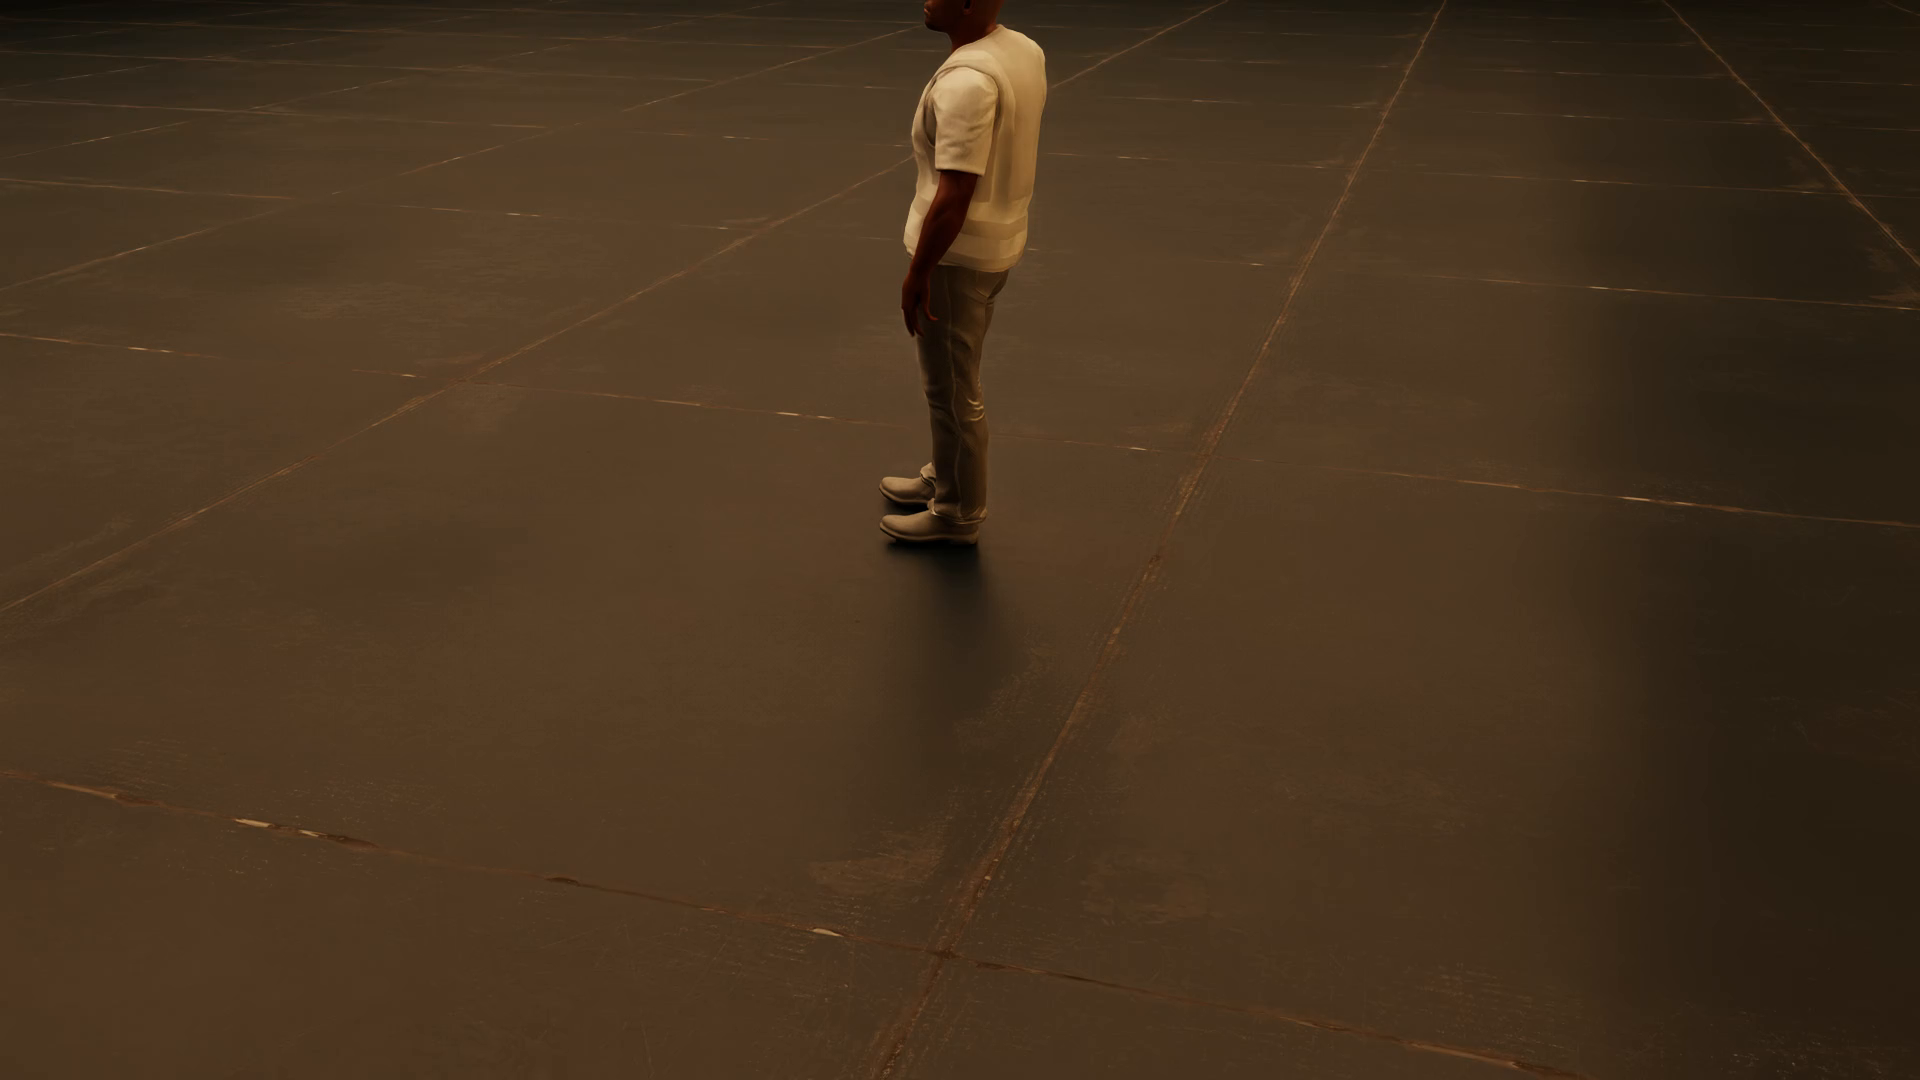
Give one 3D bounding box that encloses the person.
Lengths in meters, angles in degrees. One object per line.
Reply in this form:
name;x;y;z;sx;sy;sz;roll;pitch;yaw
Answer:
person;-0.065;-0.833;4.805;0.575;1.768;0.665;7;23;16
